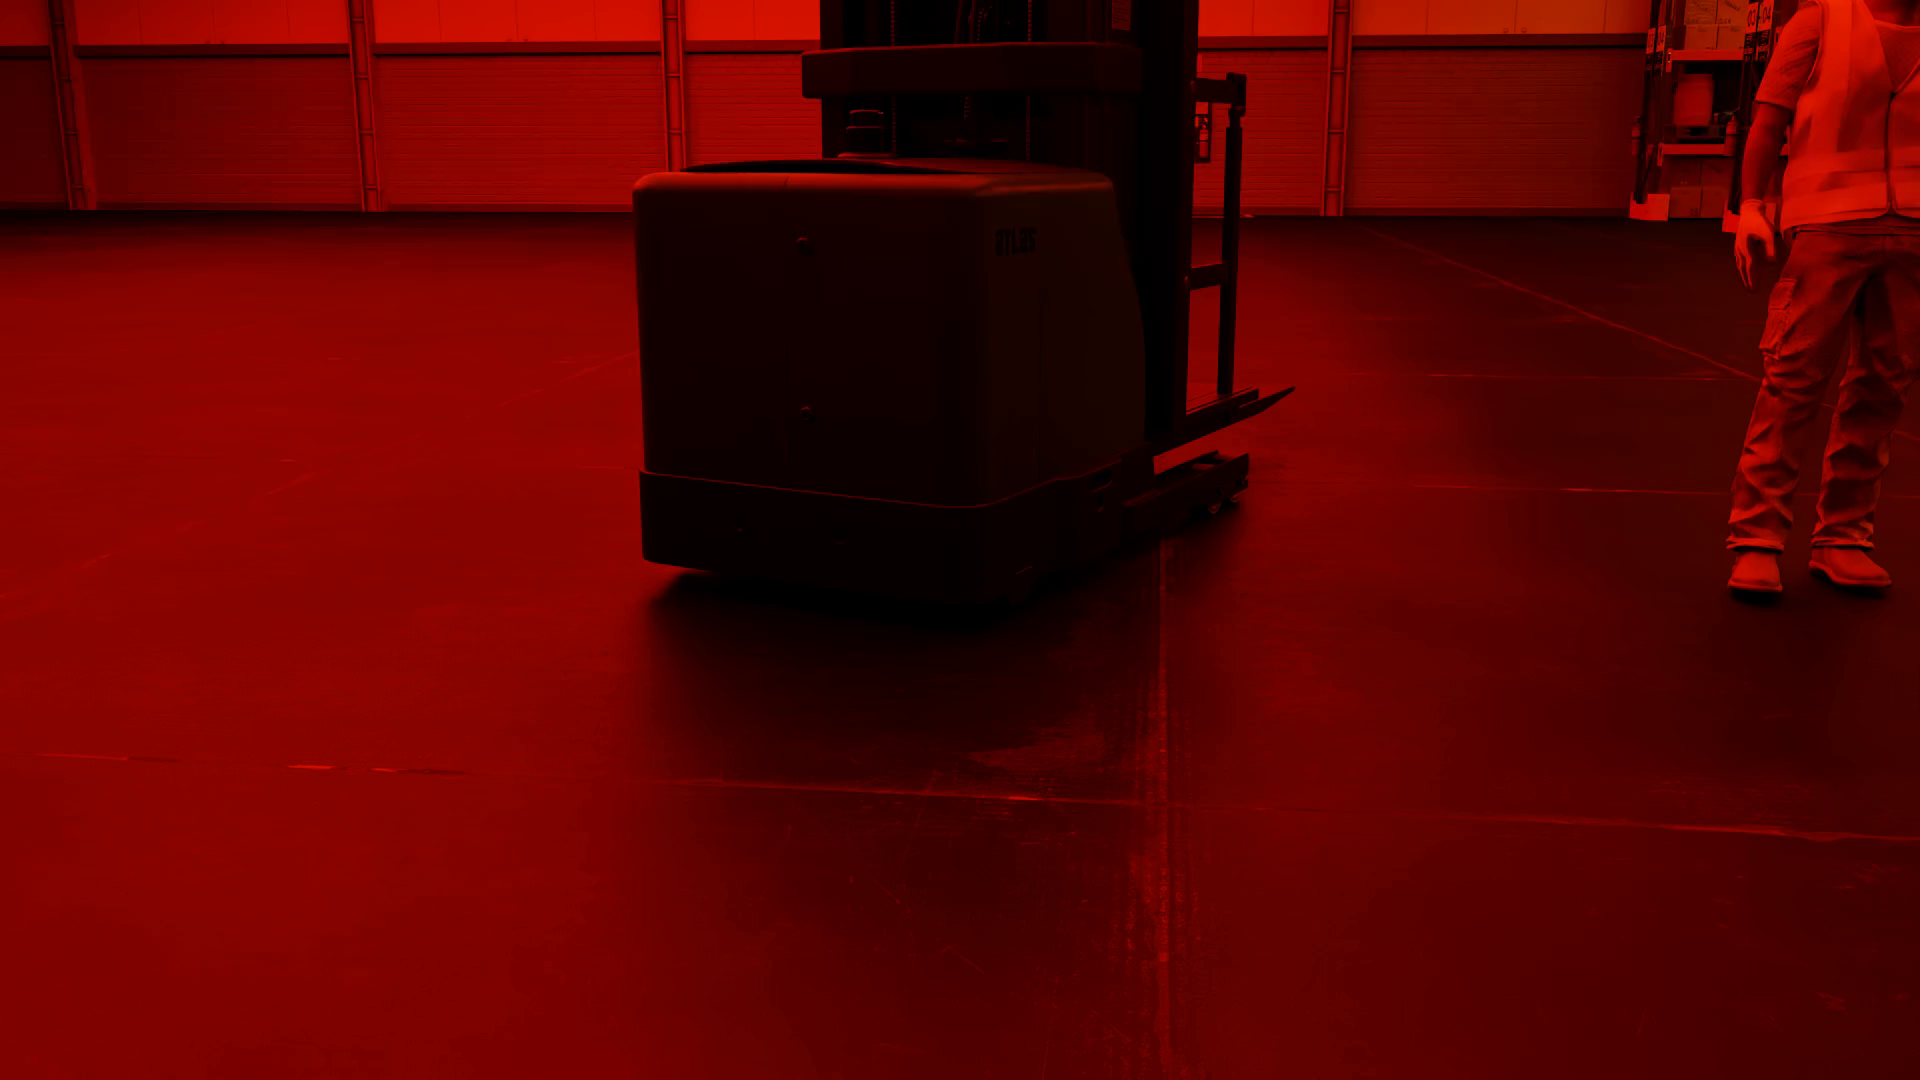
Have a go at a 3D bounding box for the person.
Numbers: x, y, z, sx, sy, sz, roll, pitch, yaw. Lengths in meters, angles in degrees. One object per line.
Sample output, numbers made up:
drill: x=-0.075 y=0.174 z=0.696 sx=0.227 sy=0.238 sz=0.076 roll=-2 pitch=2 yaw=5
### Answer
person: x=2.342 y=-0.760 z=4.252 sx=0.655 sy=1.785 sz=0.576 roll=2 pitch=13 yaw=10

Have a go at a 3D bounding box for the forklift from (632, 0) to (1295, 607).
forklift: x=0.299 y=-1.552 z=5.146 sx=1.130 sy=2.935 sz=3.031 roll=7 pitch=15 yaw=28
